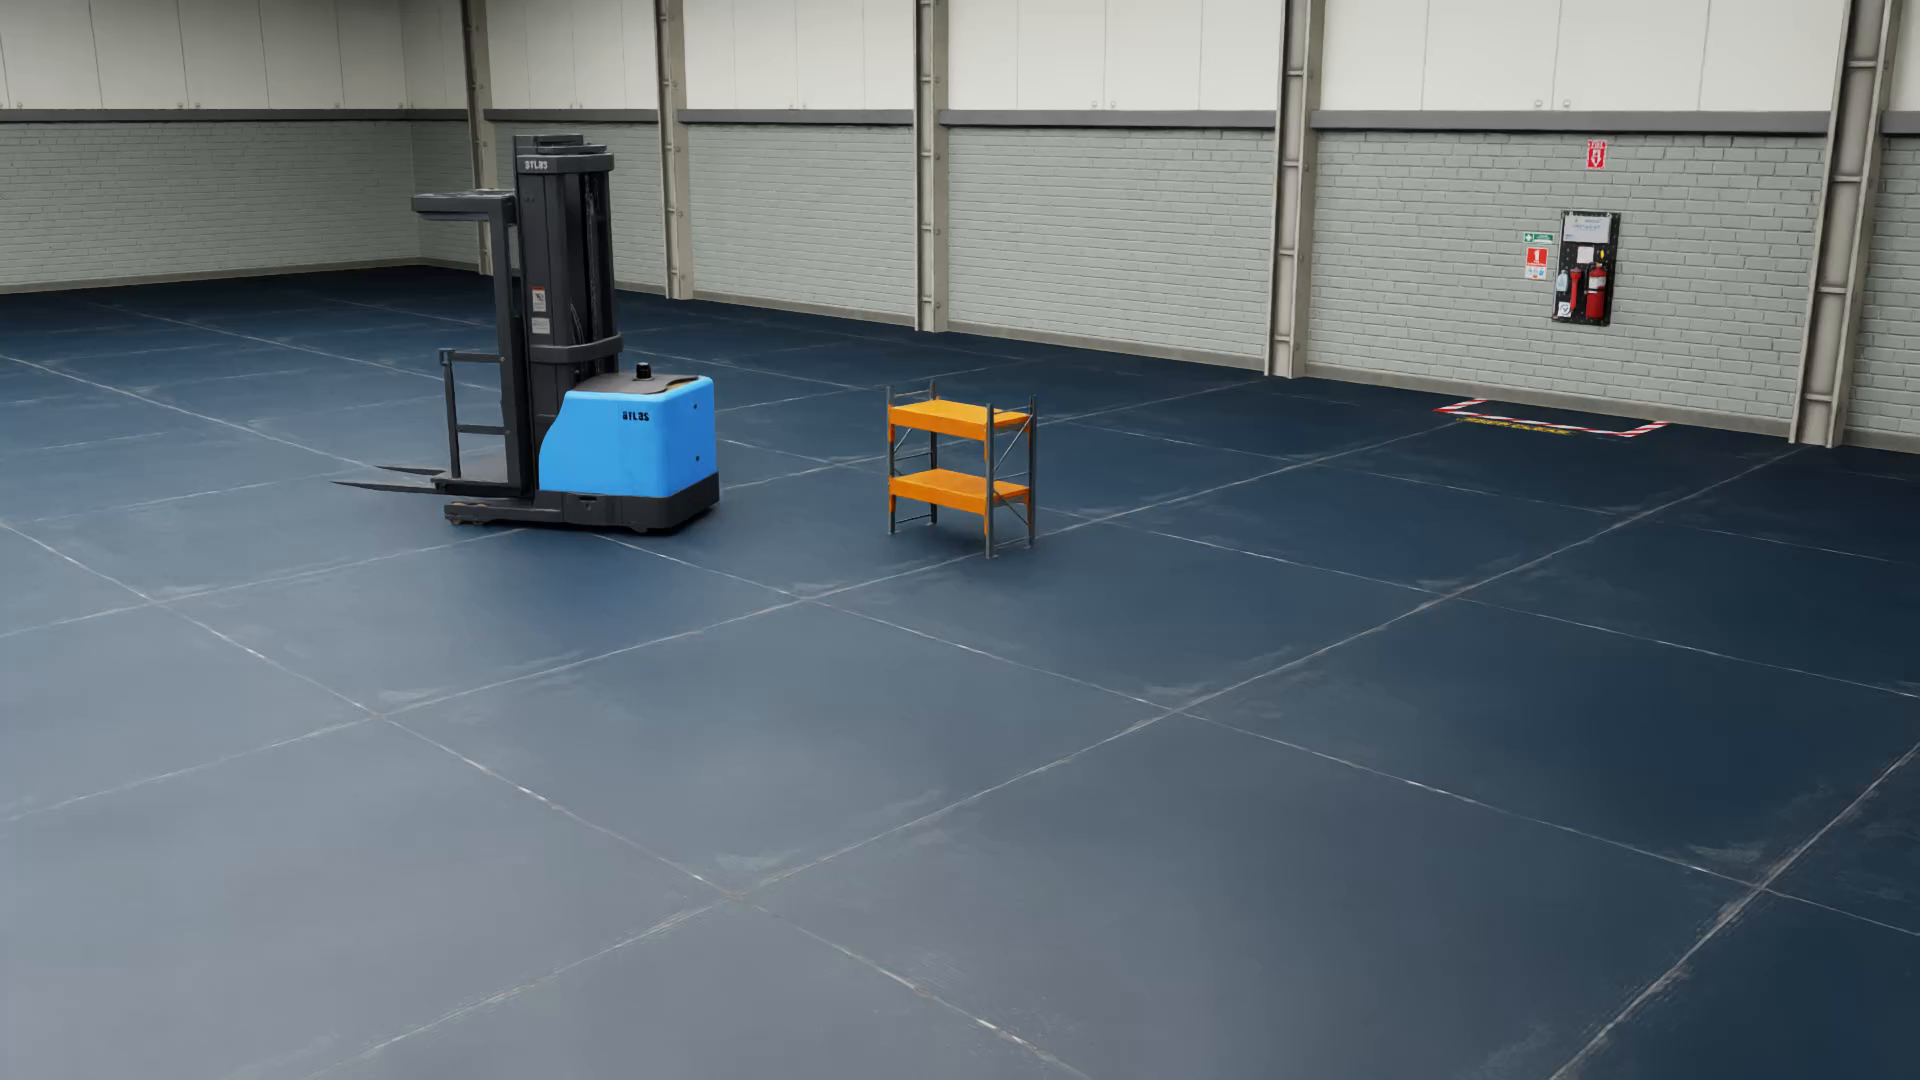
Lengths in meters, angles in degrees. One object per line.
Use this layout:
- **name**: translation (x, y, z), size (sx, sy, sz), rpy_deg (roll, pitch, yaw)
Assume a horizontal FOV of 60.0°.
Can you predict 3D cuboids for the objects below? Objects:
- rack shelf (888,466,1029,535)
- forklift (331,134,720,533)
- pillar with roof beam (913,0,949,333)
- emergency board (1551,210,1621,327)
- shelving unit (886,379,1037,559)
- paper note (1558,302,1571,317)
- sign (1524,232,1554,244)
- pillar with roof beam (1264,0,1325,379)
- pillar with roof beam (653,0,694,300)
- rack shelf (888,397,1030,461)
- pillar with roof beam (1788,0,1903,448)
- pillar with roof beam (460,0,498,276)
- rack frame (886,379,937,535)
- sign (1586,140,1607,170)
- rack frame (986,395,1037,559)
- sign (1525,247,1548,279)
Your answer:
- **rack shelf**: translation (0.005, -0.307, 12.347), size (1.000, 0.278, 0.538), rpy_deg (14, 20, 42)
- **forklift**: translation (-3.507, -1.655, 12.970), size (3.031, 2.935, 1.130), rpy_deg (4, 15, 14)
- **pillar with roof beam**: translation (-3.394, -6.604, 19.932), size (0.400, 9.000, 9.100), rpy_deg (14, 20, 42)
- **emergency board**: translation (6.480, -2.822, 17.314), size (0.643, 1.169, 0.194), rpy_deg (14, 20, 42)
- **shelving unit**: translation (0.005, -0.543, 12.286), size (1.048, 1.125, 0.538), rpy_deg (14, 20, 42)
- **paper note**: translation (6.401, -2.439, 17.592), size (0.142, 0.148, 0.016), rpy_deg (14, 20, 42)
- **sign**: translation (6.151, -3.209, 17.676), size (0.331, 0.109, 0.001), rpy_deg (14, 20, 42)
- **pillar with roof beam**: translation (0.925, -5.554, 15.902), size (0.400, 9.000, 9.100), rpy_deg (14, 20, 42)
- **pillar with roof beam**: translation (-7.713, -7.654, 23.962), size (0.400, 9.000, 9.100), rpy_deg (14, 20, 42)
- **rack shelf**: translation (0.005, -0.826, 12.212), size (1.000, 0.278, 0.538), rpy_deg (14, 20, 42)
- **pillar with roof beam**: translation (5.245, -4.504, 11.872), size (0.400, 9.000, 9.100), rpy_deg (14, 20, 42)
- **pillar with roof beam**: translation (-12.032, -8.705, 27.992), size (0.400, 9.000, 9.100), rpy_deg (14, 20, 42)
- **rack frame**: translation (-0.361, -0.632, 12.627), size (0.032, 1.125, 0.500), rpy_deg (14, 20, 42)
- **sign**: translation (6.544, -3.963, 17.096), size (0.199, 0.298, 0.001), rpy_deg (14, 20, 42)
- **rack frame**: translation (0.371, -0.454, 11.944), size (0.032, 1.125, 0.500), rpy_deg (14, 20, 42)
- **sign**: translation (6.154, -2.955, 17.752), size (0.234, 0.329, 0.001), rpy_deg (14, 20, 42)
